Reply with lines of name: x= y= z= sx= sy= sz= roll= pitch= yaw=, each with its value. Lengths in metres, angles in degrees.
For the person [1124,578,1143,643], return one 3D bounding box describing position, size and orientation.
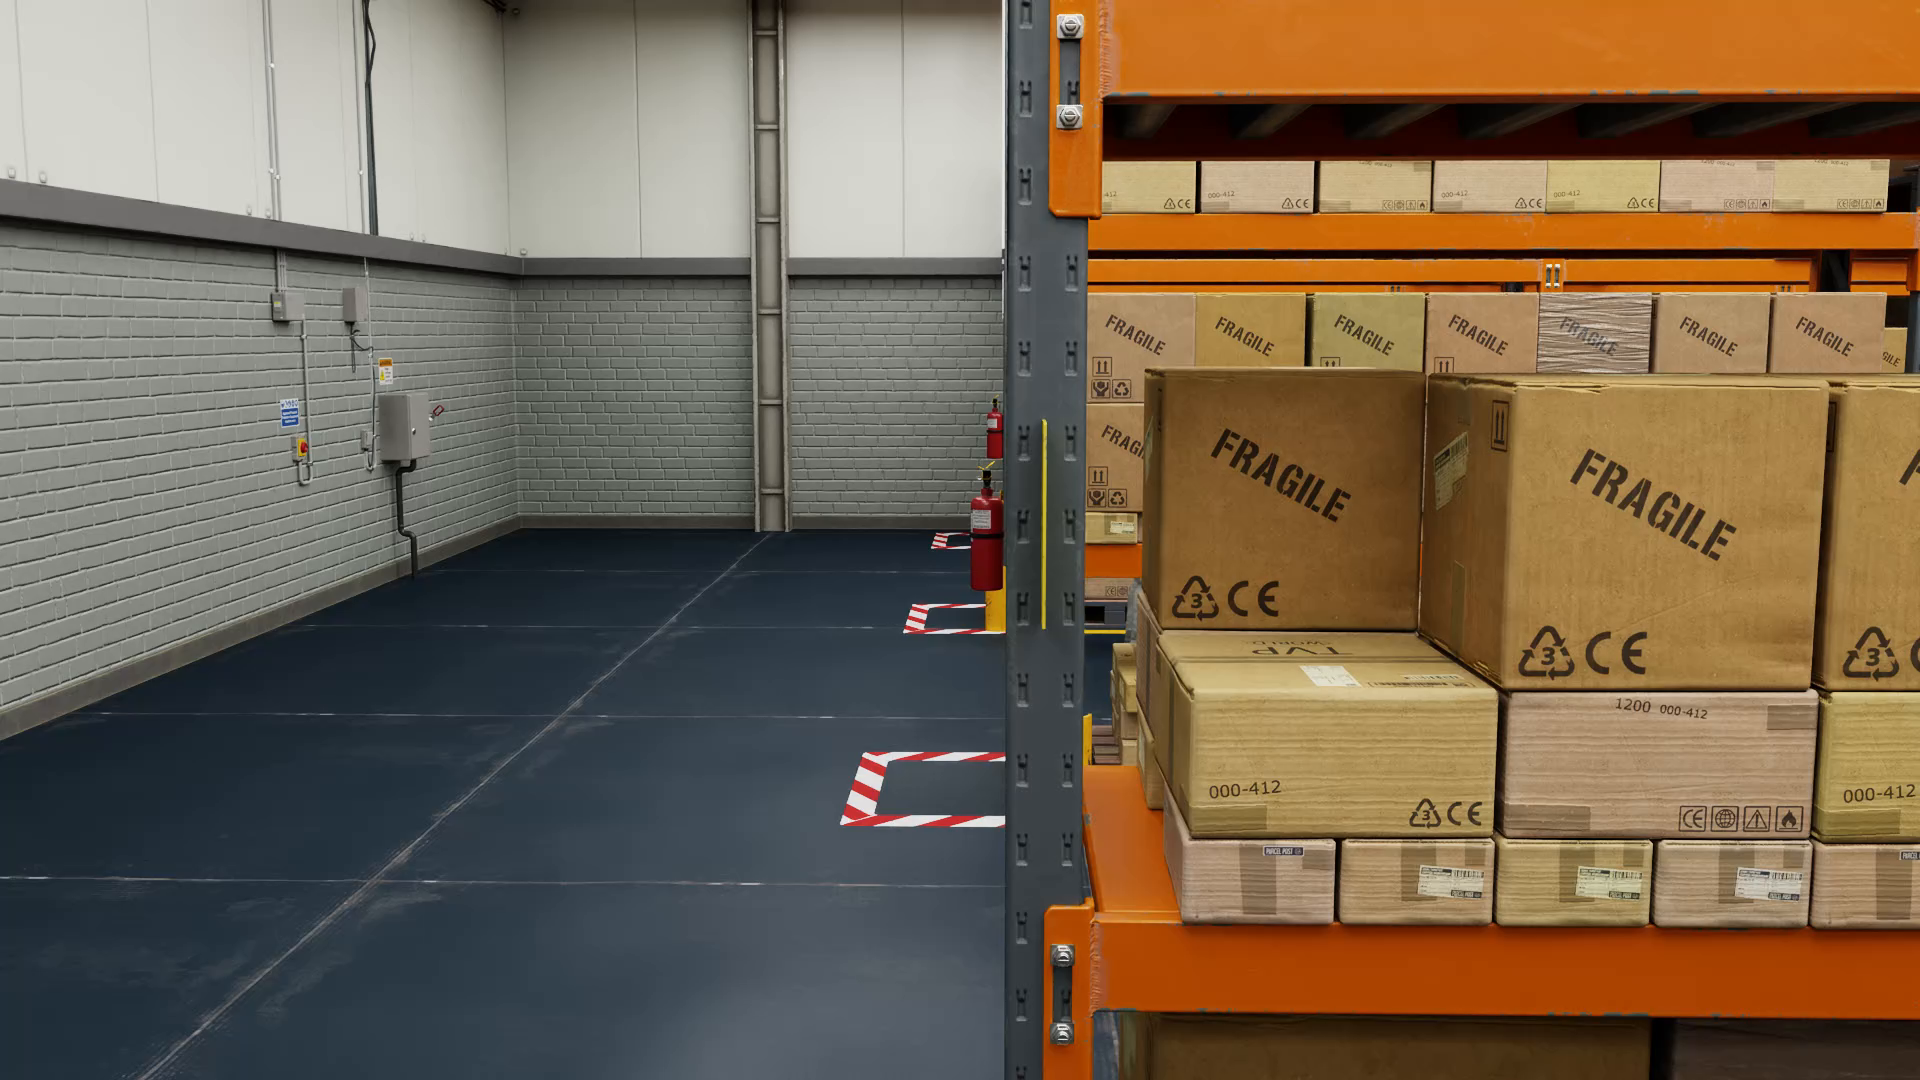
person: x=1.300 y=-0.074 z=11.813 sx=0.433 sy=1.750 sz=0.608 roll=0 pitch=7 yaw=-2
